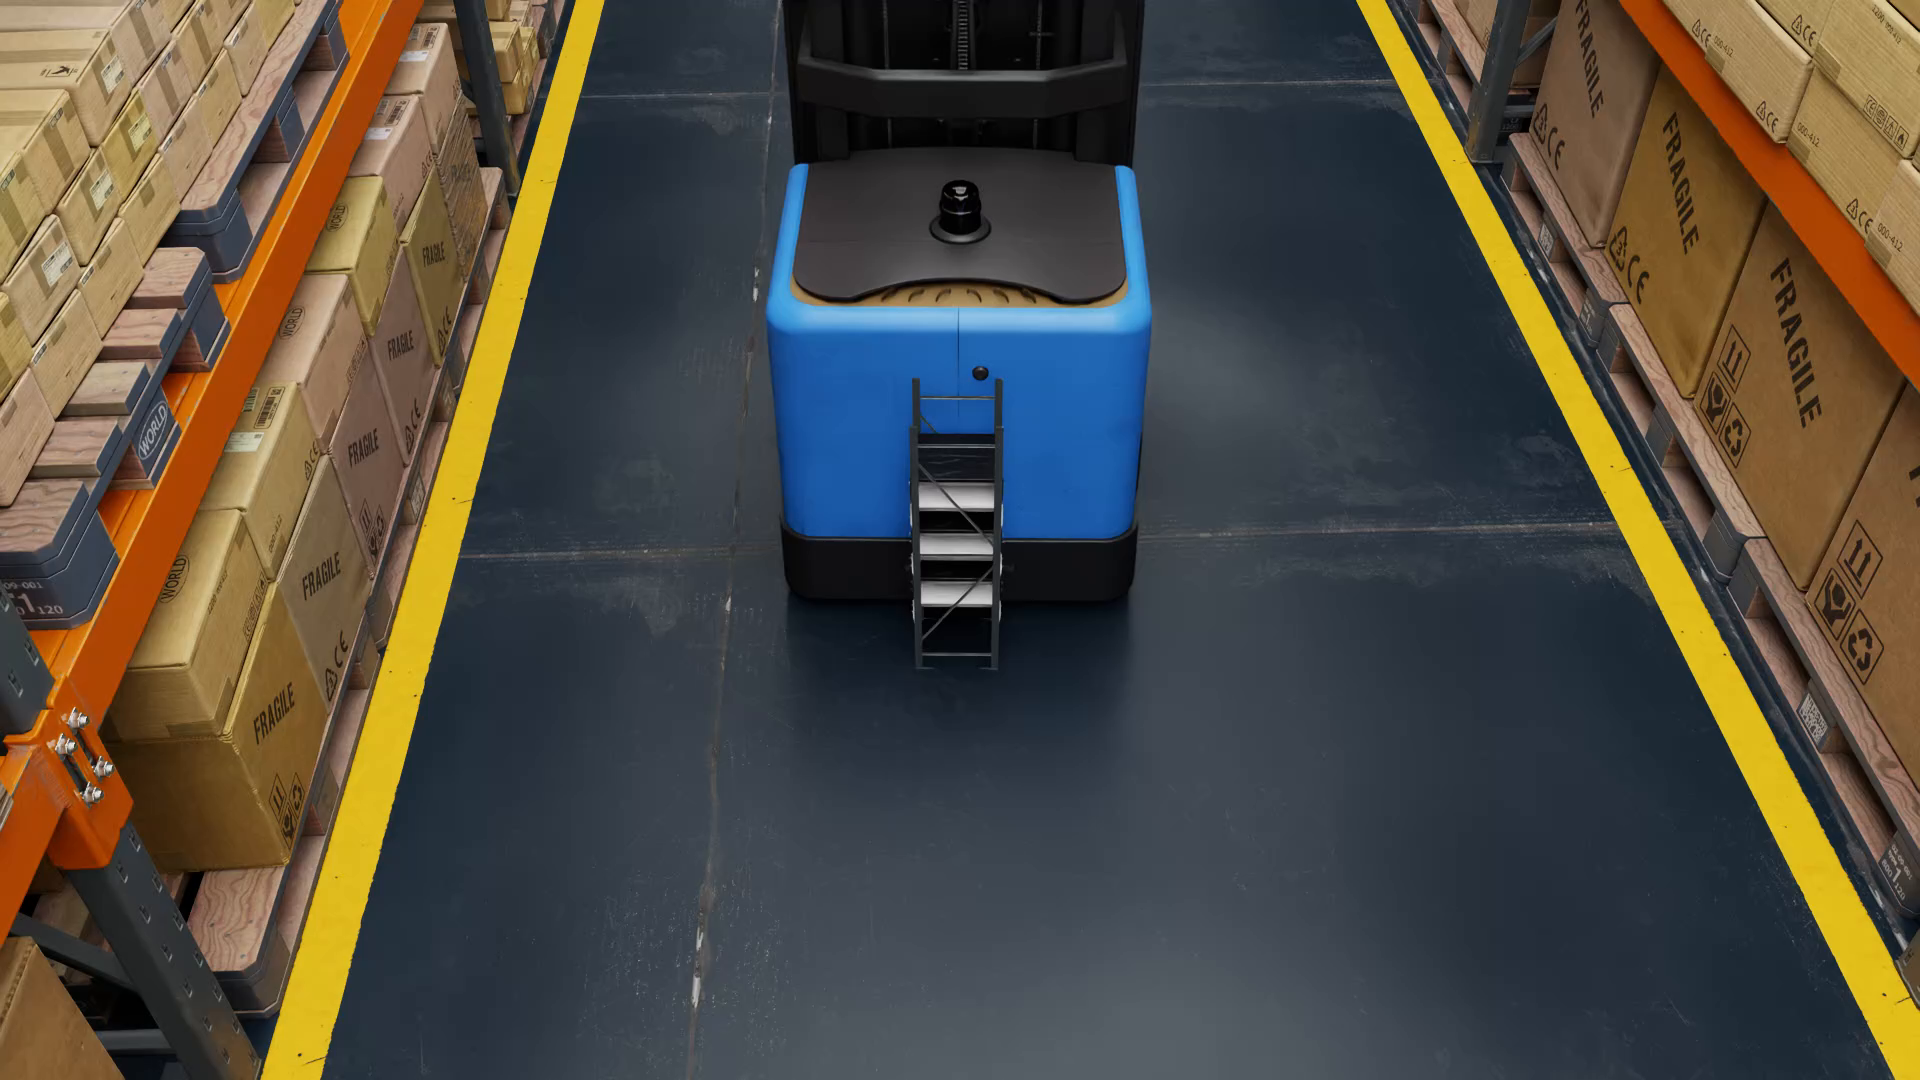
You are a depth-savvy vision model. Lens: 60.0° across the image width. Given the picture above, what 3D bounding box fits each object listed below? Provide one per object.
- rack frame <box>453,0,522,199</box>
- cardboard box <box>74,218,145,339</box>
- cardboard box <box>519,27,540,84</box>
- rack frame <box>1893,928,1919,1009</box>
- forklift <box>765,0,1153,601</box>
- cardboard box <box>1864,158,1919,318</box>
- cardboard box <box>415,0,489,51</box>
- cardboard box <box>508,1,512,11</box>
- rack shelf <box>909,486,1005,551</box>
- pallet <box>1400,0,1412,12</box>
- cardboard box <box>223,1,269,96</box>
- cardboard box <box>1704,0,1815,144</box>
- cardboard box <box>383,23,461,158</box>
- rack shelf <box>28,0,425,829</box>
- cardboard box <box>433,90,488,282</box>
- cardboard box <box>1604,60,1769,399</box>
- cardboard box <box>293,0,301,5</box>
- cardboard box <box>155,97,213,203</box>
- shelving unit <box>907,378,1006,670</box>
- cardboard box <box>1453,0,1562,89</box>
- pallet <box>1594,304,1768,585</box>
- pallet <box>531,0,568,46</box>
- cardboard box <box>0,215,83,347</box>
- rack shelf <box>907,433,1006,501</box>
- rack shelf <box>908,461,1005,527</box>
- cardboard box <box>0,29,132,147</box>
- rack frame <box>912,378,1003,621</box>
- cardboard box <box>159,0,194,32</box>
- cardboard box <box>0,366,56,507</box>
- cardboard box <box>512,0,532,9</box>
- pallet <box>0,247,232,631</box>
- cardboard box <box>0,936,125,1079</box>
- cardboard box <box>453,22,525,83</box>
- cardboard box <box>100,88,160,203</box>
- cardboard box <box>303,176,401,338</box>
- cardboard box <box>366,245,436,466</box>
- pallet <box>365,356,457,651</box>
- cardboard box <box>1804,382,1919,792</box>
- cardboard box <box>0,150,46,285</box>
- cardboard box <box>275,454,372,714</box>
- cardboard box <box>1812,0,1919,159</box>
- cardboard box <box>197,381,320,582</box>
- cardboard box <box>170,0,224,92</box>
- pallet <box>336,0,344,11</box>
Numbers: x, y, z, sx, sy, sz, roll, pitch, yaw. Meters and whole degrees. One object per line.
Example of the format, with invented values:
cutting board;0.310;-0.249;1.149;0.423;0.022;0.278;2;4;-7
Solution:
rack frame;-2.304;-2.520;5.780;1.000;3.000;0.127;-2;43;-2
cardboard box;-1.975;-0.553;3.509;0.380;0.149;0.250;0;43;0
cardboard box;-2.010;-2.059;7.075;0.380;0.149;0.250;0;43;-1
rack frame;2.807;-0.030;3.063;1.000;3.000;0.127;-2;43;-2
forklift;0.014;-1.872;5.123;1.130;2.935;3.031;0;43;1
cardboard box;2.489;-0.653;3.854;0.500;0.250;0.500;-1;43;-1
cardboard box;-2.112;-2.082;6.660;0.380;0.149;0.250;0;43;0
cardboard box;-2.147;-2.320;7.140;0.380;0.149;0.250;-2;43;-2
rack shelf;-0.008;-0.066;4.572;0.258;0.077;0.200;0;43;1
pallet;2.628;-3.044;8.415;1.003;0.211;1.213;-2;43;-2
cardboard box;-2.020;-1.261;4.281;0.380;0.149;0.250;-3;43;-3
cardboard box;2.433;-1.337;4.600;0.500;0.250;0.500;-2;43;-2
cardboard box;-2.020;-1.535;5.689;0.500;0.250;0.500;-3;43;-3
rack shelf;-2.219;-0.905;4.550;1.077;0.370;4.000;-2;43;-2
cardboard box;-2.021;-1.261;5.945;0.500;0.500;0.500;-2;43;-3
cardboard box;2.789;-1.076;5.466;0.875;0.875;0.875;-1;43;-1
cardboard box;-2.041;-1.620;4.672;0.380;0.149;0.250;-3;43;-4
cardboard box;-2.002;-0.915;3.904;0.380;0.149;0.250;0;43;0
shelving unit;-0.008;-0.024;4.611;0.258;0.900;0.210;0;43;1
cardboard box;2.718;-2.368;7.199;0.875;0.438;0.875;-2;43;-2
pallet;2.800;-0.358;5.485;1.003;0.211;1.213;-2;43;-2
pallet;-2.423;-2.770;8.116;1.003;0.211;1.213;-2;43;-2
cardboard box;-1.968;-0.507;3.238;0.380;0.149;0.250;0;43;0
rack shelf;-0.008;-0.199;4.451;0.258;0.077;0.200;0;43;1
rack shelf;-0.008;-0.132;4.512;0.258;0.077;0.200;0;43;1
cardboard box;-1.991;-0.945;3.496;0.380;0.149;0.250;-3;43;-4
rack frame;-0.007;-0.093;4.686;0.240;0.900;0.006;0;43;1
cardboard box;-2.018;-1.306;3.890;0.380;0.149;0.250;0;43;0
cardboard box;-1.952;-0.190;3.113;0.380;0.149;0.250;-2;43;-2
cardboard box;-2.133;-2.395;7.442;0.380;0.149;0.250;-2;43;-3
pallet;-2.271;-0.227;3.420;1.213;0.211;1.003;-2;43;-2
cardboard box;-2.198;1.268;3.001;1.050;0.750;0.750;-2;43;-2
cardboard box;-2.000;-1.988;6.778;0.380;0.149;0.250;0;43;0
cardboard box;-1.994;-0.857;3.620;0.380;0.149;0.250;-1;43;-2
cardboard box;-1.975;-0.831;4.921;0.500;0.250;0.500;-3;43;-4
cardboard box;-1.982;-0.569;5.190;0.500;0.500;0.500;-3;43;-3
pallet;-2.215;-0.141;5.248;1.003;0.211;1.213;-2;43;-2
cardboard box;2.861;0.129;4.151;0.875;0.875;0.875;-2;43;-2
cardboard box;-1.975;-0.600;3.120;0.380;0.149;0.250;-3;43;-3
cardboard box;-1.934;0.122;4.436;0.500;0.500;0.500;-1;43;-1
cardboard box;2.465;-1.170;4.048;0.500;0.250;0.500;-3;43;-3
cardboard box;-1.943;-0.145;4.172;0.500;0.250;0.500;-2;43;-2
cardboard box;-2.010;-1.193;3.987;0.380;0.149;0.250;-2;43;-2
pallet;-2.417;-1.930;5.277;1.003;0.211;1.213;-2;43;-2
